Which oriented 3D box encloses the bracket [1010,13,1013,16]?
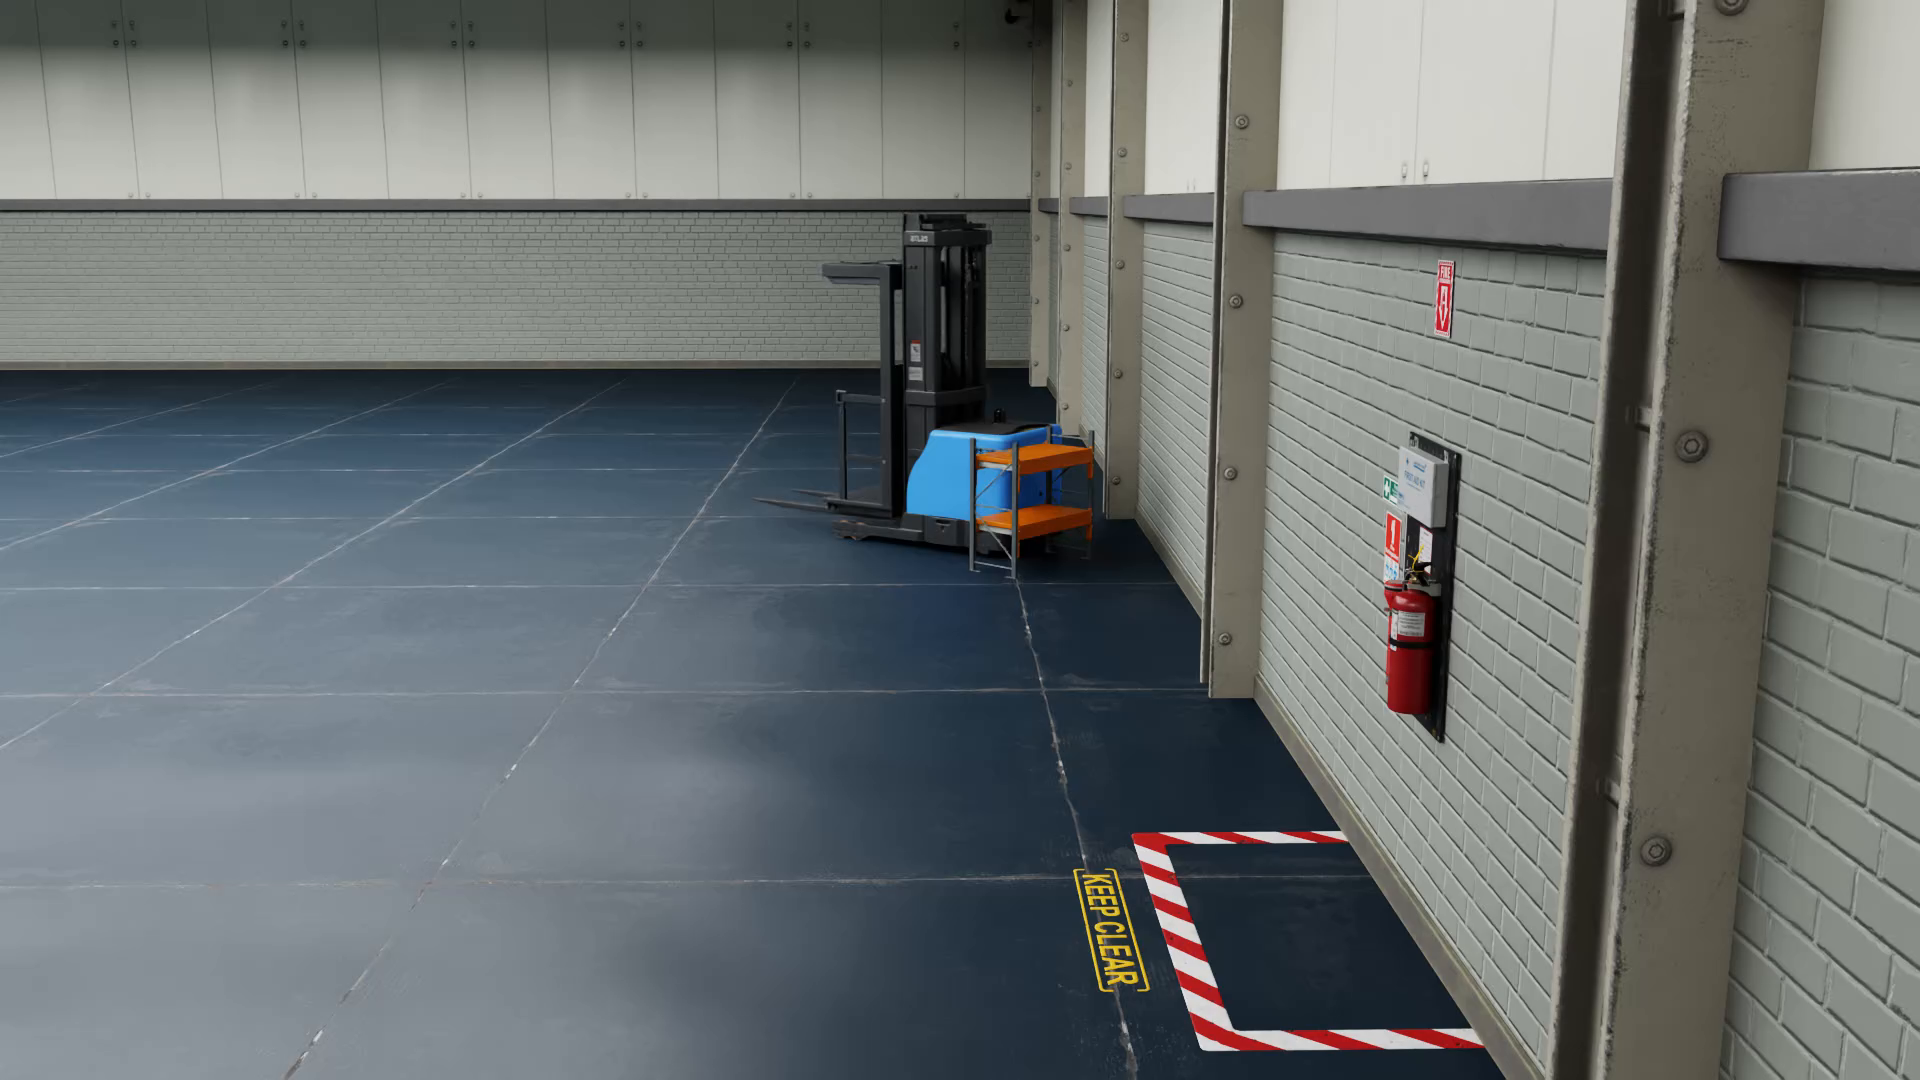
[{"bbox_3d":[0.939,-9.240,29.107,0.076,0.066,3.189,0,11,-1],"label":"bracket"}]

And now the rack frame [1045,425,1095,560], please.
[{"bbox_3d":[0.953,-0.415,14.466,0.500,1.125,0.032,10,15,41],"label":"rack frame"}]

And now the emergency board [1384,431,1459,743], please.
[{"bbox_3d":[1.823,0.179,6.825,0.194,1.169,0.643,0,11,-1],"label":"emergency board"}]

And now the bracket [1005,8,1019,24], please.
[{"bbox_3d":[0.927,-9.357,29.686,0.235,0.232,0.430,0,11,-1],"label":"bracket"}]

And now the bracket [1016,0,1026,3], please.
[{"bbox_3d":[0.993,-8.721,26.551,0.235,0.232,0.430,0,11,-1],"label":"bracket"}]

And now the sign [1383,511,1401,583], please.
[{"bbox_3d":[1.914,0.051,7.366,0.001,0.329,0.234,0,11,-1],"label":"sign"}]

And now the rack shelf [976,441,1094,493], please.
[{"bbox_3d":[0.616,-0.626,14.035,0.538,0.278,1.000,10,15,41],"label":"rack shelf"}]

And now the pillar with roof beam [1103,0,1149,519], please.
[{"bbox_3d":[-2.716,-4.638,15.477,9.100,9.000,0.400,0,11,-1],"label":"pillar with roof beam"}]

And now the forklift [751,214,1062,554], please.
[{"bbox_3d":[-0.579,-1.510,15.323,3.031,2.935,1.130,7,14,32],"label":"forklift"}]

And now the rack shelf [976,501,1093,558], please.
[{"bbox_3d":[0.616,-0.100,14.142,0.538,0.278,1.000,10,15,41],"label":"rack shelf"}]

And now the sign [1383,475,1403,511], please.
[{"bbox_3d":[1.906,-0.208,7.308,0.001,0.109,0.331,0,11,-1],"label":"sign"}]

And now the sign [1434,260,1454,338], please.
[{"bbox_3d":[1.922,-0.959,6.605,0.001,0.298,0.199,0,11,-1],"label":"sign"}]

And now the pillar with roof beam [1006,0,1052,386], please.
[{"bbox_3d":[-2.964,-7.023,27.235,9.100,9.000,0.548,0,11,-1],"label":"pillar with roof beam"}]

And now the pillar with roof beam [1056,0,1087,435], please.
[{"bbox_3d":[-2.840,-5.830,21.356,9.100,9.000,0.400,0,11,-1],"label":"pillar with roof beam"}]

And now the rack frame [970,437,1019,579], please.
[{"bbox_3d":[0.279,-0.264,13.721,0.500,1.125,0.032,10,15,41],"label":"rack frame"}]

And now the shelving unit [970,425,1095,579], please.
[{"bbox_3d":[0.616,-0.339,14.093,0.538,1.125,1.048,10,15,41],"label":"shelving unit"}]

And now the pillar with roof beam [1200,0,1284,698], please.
[{"bbox_3d":[-2.592,-3.445,9.598,9.100,9.000,0.400,0,11,-1],"label":"pillar with roof beam"}]
